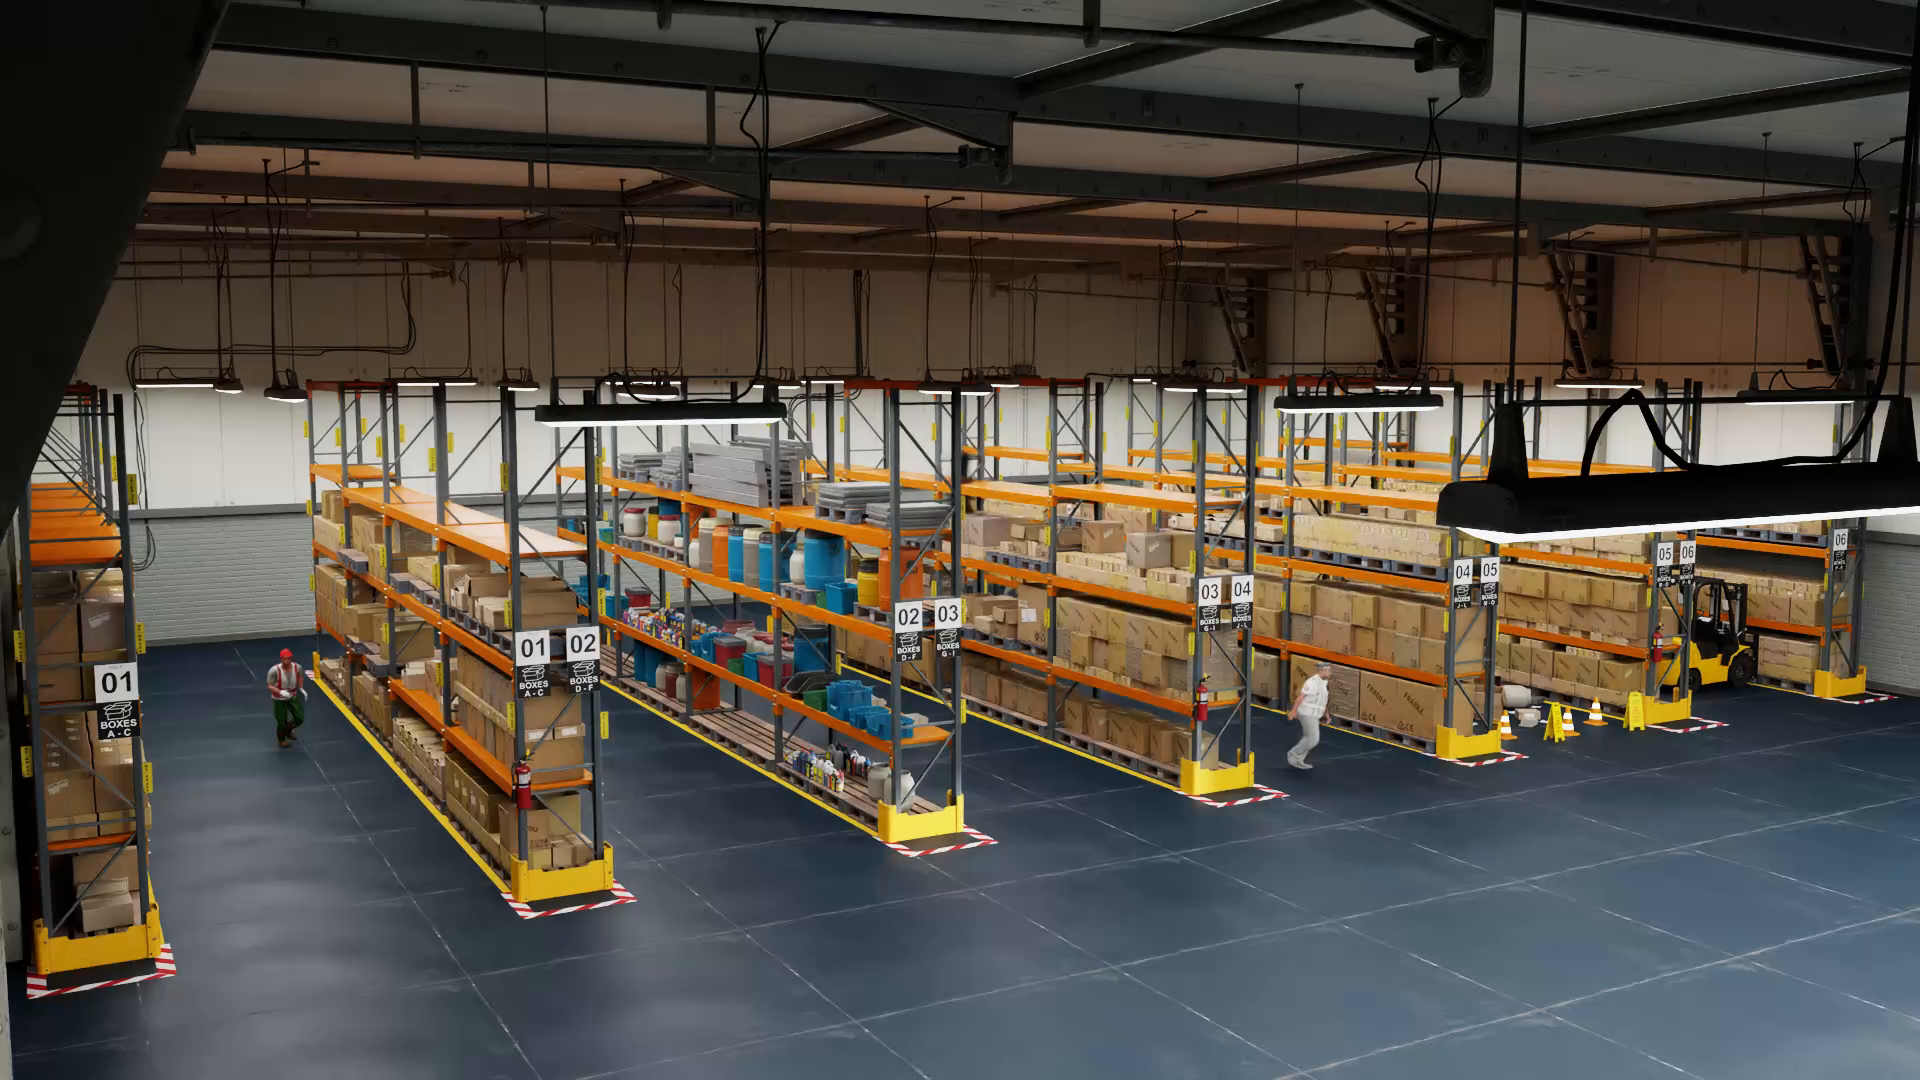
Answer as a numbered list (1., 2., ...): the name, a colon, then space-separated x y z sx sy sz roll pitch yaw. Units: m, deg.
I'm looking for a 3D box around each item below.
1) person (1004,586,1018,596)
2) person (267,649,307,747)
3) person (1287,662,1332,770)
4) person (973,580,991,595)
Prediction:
1. person: 1.373 1.045 42.022 0.845 1.673 0.647 2 6 19
2. person: -11.039 2.598 27.316 0.688 1.680 0.763 -6 8 -43
3. person: 5.450 2.737 25.934 0.603 1.702 0.703 3 7 29
4. person: 0.551 1.022 42.338 0.875 1.592 0.558 -5 8 -37
